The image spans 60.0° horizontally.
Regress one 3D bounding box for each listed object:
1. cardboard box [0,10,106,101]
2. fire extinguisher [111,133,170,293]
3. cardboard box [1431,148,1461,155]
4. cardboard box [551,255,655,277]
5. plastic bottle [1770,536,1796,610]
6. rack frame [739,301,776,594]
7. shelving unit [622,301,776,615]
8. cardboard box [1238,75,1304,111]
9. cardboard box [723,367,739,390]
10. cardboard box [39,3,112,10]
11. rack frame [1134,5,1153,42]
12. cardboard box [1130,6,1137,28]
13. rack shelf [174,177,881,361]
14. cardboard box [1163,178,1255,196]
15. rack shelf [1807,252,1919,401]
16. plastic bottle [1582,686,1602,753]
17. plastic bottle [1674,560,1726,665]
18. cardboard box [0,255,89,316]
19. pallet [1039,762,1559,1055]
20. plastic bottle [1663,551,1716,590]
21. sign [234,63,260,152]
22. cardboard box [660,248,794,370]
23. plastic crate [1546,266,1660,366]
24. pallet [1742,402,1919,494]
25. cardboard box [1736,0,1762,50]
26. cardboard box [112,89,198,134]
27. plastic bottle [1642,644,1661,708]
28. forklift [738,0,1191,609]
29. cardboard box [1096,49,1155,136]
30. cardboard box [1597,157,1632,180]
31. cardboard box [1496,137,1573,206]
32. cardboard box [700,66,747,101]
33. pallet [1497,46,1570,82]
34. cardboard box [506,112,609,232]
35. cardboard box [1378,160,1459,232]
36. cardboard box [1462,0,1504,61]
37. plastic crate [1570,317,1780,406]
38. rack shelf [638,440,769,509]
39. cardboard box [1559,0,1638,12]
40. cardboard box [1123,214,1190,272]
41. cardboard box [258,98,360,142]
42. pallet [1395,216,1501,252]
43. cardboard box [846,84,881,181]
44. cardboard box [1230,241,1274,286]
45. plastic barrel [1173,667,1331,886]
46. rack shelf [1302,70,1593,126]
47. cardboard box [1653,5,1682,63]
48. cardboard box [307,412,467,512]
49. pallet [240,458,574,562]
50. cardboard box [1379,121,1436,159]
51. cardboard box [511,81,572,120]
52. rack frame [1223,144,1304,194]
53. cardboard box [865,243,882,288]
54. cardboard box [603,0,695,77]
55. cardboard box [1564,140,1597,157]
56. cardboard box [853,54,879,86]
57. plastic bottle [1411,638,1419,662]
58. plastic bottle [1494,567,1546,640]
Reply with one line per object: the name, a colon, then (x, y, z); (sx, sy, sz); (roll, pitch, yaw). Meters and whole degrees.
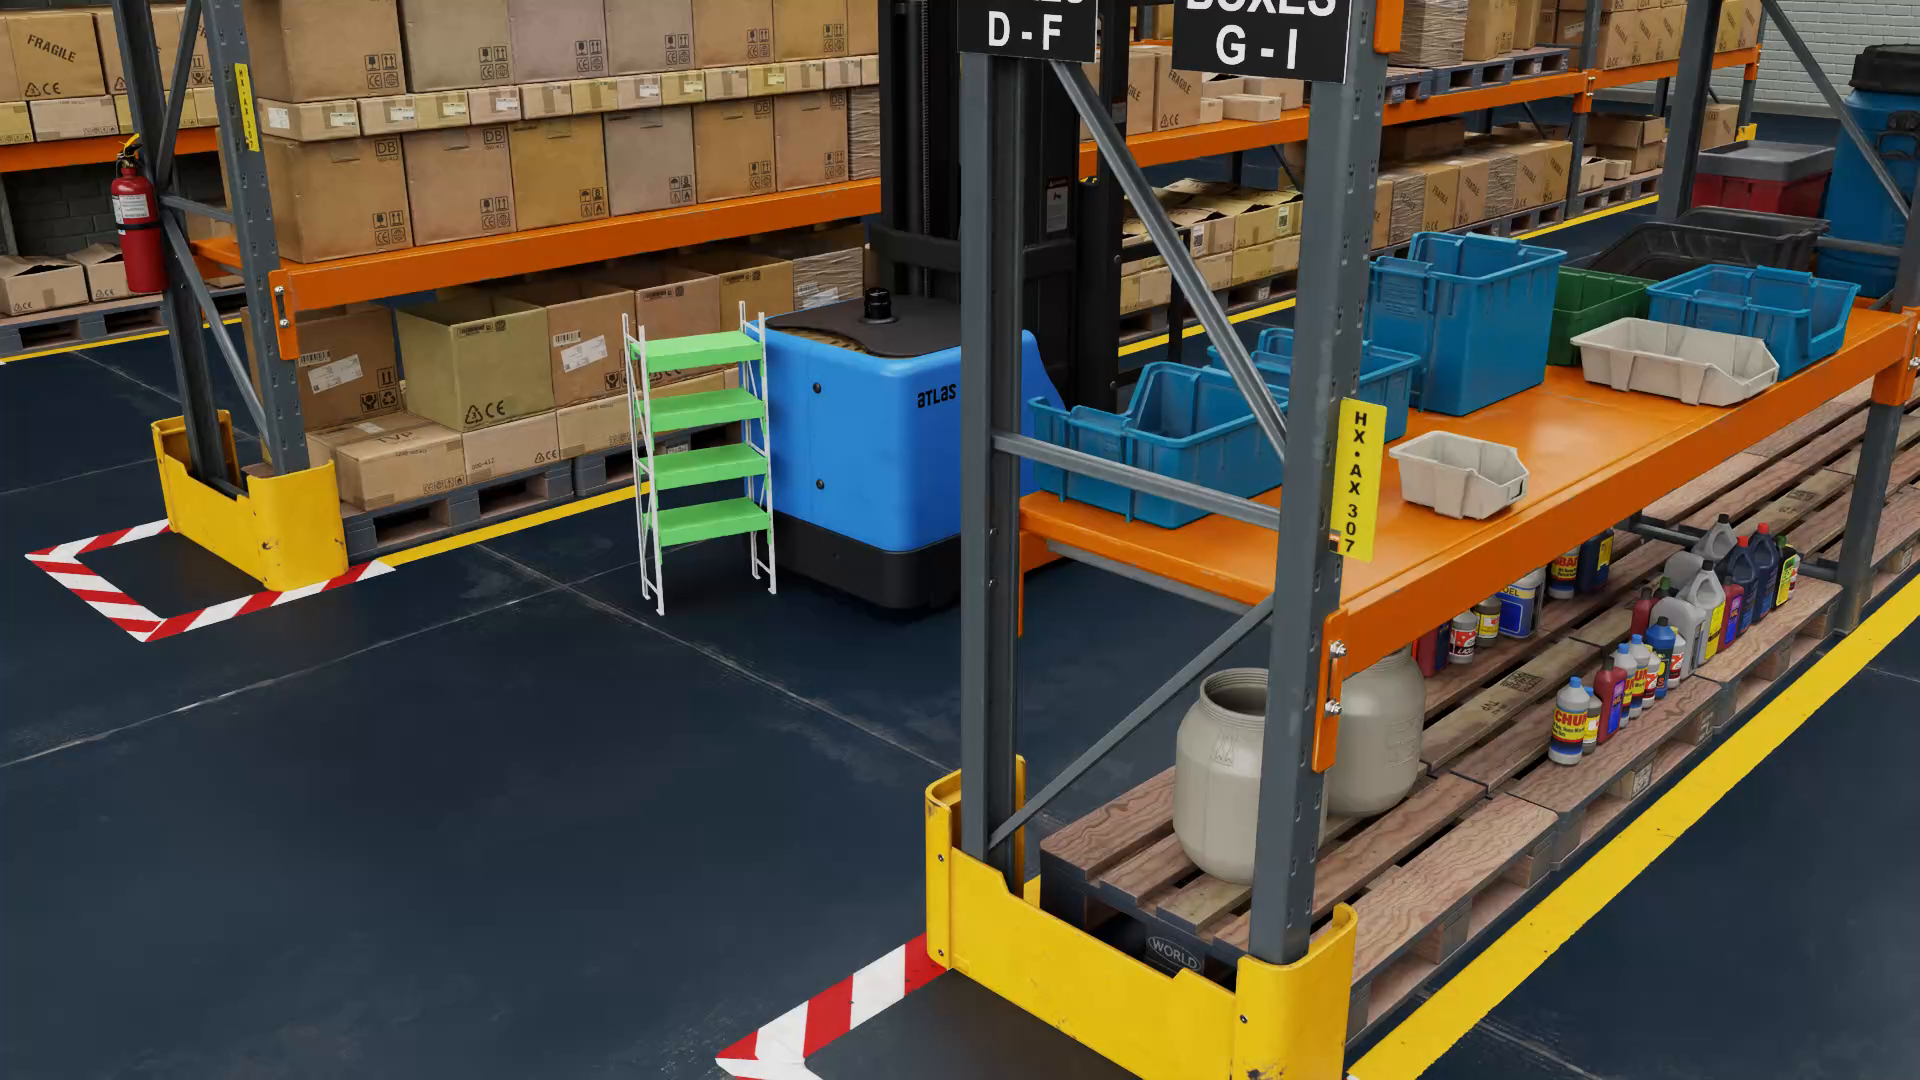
cardboard box: (-5.798, -3.069, 10.514); (0.500, 0.500, 0.500); (19, 28, 41)
fire extinguisher: (-3.561, -1.418, 7.192); (0.296, 0.674, 0.183); (19, 28, 41)
cardboard box: (3.995, -3.162, 14.491); (0.500, 0.500, 0.500); (20, 29, 41)
cardboard box: (-1.948, -1.232, 8.802); (0.500, 0.500, 0.500); (19, 28, 41)
plastic bottle: (3.091, 0.113, 6.273); (0.133, 0.283, 0.061); (-18, 28, -39)
rack frame: (-0.834, -0.372, 6.870); (0.015, 1.200, 0.240); (-10, 23, -25)
shelving unit: (-1.051, -0.332, 6.765); (0.503, 1.200, 0.258); (-10, 23, -25)
cardboard box: (2.150, -3.301, 12.106); (0.500, 0.311, 0.500); (-18, 27, -39)
cardboard box: (-1.217, -0.877, 8.923); (0.500, 0.250, 0.500); (19, 28, 41)
cardboard box: (-5.806, -3.332, 11.199); (0.500, 0.500, 0.500); (18, 28, 39)
rack frame: (1.673, -5.692, 18.203); (1.000, 3.000, 0.127); (19, 28, 41)
cardboard box: (1.532, -5.705, 17.655); (0.500, 0.500, 0.500); (19, 28, 40)
rack shelf: (-1.751, -1.547, 8.421); (1.077, 0.370, 4.000); (19, 28, 41)
cardboard box: (1.859, -2.538, 12.463); (0.500, 0.311, 0.500); (-19, 28, -40)
rack shelf: (4.586, -1.334, 7.868); (1.077, 0.370, 4.000); (19, 28, 41)
plastic bottle: (1.961, 0.558, 5.228); (0.097, 0.201, 0.097); (0, 21, 0)
plastic bottle: (2.589, 0.245, 5.835); (0.144, 0.351, 0.185); (19, 28, 40)
cardboard box: (-6.151, -1.713, 10.985); (0.500, 0.311, 0.500); (15, 26, 35)
pallet: (0.990, 0.935, 4.848); (1.003, 0.211, 1.213); (19, 28, 41)
plastic bottle: (2.690, 0.166, 6.144); (0.152, 0.276, 0.135); (19, 28, 41)
sign: (-2.753, -1.669, 6.419); (0.100, 0.325, 0.005); (19, 28, 41)
cardboard box: (-1.226, -1.230, 8.797); (0.500, 0.500, 0.500); (19, 28, 41)
plastic crate: (2.041, -0.779, 5.715); (0.450, 0.188, 0.662); (19, 28, 41)
pallet: (4.562, -0.381, 8.272); (1.003, 0.211, 1.213); (19, 28, 41)
cardboard box: (7.898, -5.345, 17.160); (0.500, 0.500, 0.500); (-19, 28, -40)
cardboard box: (-5.418, -2.859, 11.014); (0.500, 0.250, 0.500); (19, 28, 40)
plastic bottle: (2.266, 0.446, 5.522); (0.097, 0.201, 0.097); (0, 21, 0)
forklift: (0.439, -1.530, 7.470); (1.130, 2.935, 3.031); (19, 28, 41)
cardboard box: (0.909, -2.901, 10.802); (0.500, 0.500, 0.500); (19, 28, 41)
cardboard box: (6.269, -3.615, 16.134); (0.380, 0.166, 0.250); (19, 28, 41)
cardboard box: (5.086, -3.293, 14.833); (0.500, 0.500, 0.500); (19, 28, 40)
cardboard box: (-1.279, -2.297, 8.326); (0.250, 0.149, 0.380); (-19, 28, -41)
pallet: (4.589, -4.186, 14.551); (1.003, 0.211, 1.213); (19, 28, 41)
cardboard box: (-2.098, -1.794, 7.923); (0.700, 0.500, 0.500); (19, 28, 41)
cardboard box: (3.672, -2.773, 13.478); (0.500, 0.500, 0.500); (19, 28, 40)
cardboard box: (4.037, -4.226, 13.665); (0.700, 0.500, 0.500); (12, 24, 27)
plastic crate: (2.239, -0.552, 5.198); (0.530, 0.136, 0.437); (19, 28, 41)
rack shelf: (-1.051, -0.272, 6.788); (0.480, 0.148, 0.258); (-10, 23, -25)
cardboard box: (5.755, -5.017, 14.914); (0.500, 0.500, 0.500); (-19, 28, -41)
cardboard box: (1.183, -2.011, 11.090); (0.500, 0.311, 0.500); (-19, 28, -41)
cardboard box: (-2.718, -1.765, 6.942); (0.380, 0.149, 0.250); (19, 28, 40)
pallet: (3.834, -2.618, 14.092); (1.003, 0.211, 1.213); (19, 28, 41)
cardboard box: (-0.661, -2.328, 9.311); (0.700, 0.500, 0.500); (18, 28, 39)
cardboard box: (1.885, -2.008, 11.865); (0.500, 0.250, 0.500); (19, 28, 40)
plastic barrel: (0.805, 0.649, 4.587); (0.421, 0.512, 0.421); (0, 21, 0)
rack shelf: (3.830, -3.603, 13.771); (1.077, 0.370, 4.000); (19, 28, 41)
cardboard box: (6.481, -4.823, 15.803); (0.500, 0.500, 0.500); (19, 28, 40)
cardboard box: (-2.613, -0.363, 7.586); (0.500, 0.250, 0.500); (19, 28, 41)
pallet: (-2.643, -0.274, 7.993); (1.003, 0.211, 1.213); (19, 28, 41)
cardboard box: (3.666, -3.392, 14.045); (0.500, 0.250, 0.500); (19, 28, 40)
cardboard box: (-1.999, -2.031, 7.634); (0.380, 0.149, 0.250); (18, 27, 39)
rack frame: (2.435, -3.425, 12.305); (1.000, 3.000, 0.127); (19, 28, 41)
cardboard box: (-0.279, -1.747, 10.404); (0.500, 0.311, 0.500); (19, 28, 41)
cardboard box: (-1.711, -2.546, 8.071); (0.700, 0.500, 0.500); (19, 28, 41)
cardboard box: (5.943, -3.814, 16.451); (0.500, 0.311, 0.500); (19, 28, 41)
cardboard box: (-0.566, -2.560, 9.010); (0.380, 0.149, 0.250); (19, 28, 40)
plastic bottle: (1.563, 0.298, 5.801); (0.152, 0.276, 0.135); (20, 28, 41)
plastic bottle: (2.026, 0.202, 6.051); (0.152, 0.276, 0.135); (19, 28, 41)
